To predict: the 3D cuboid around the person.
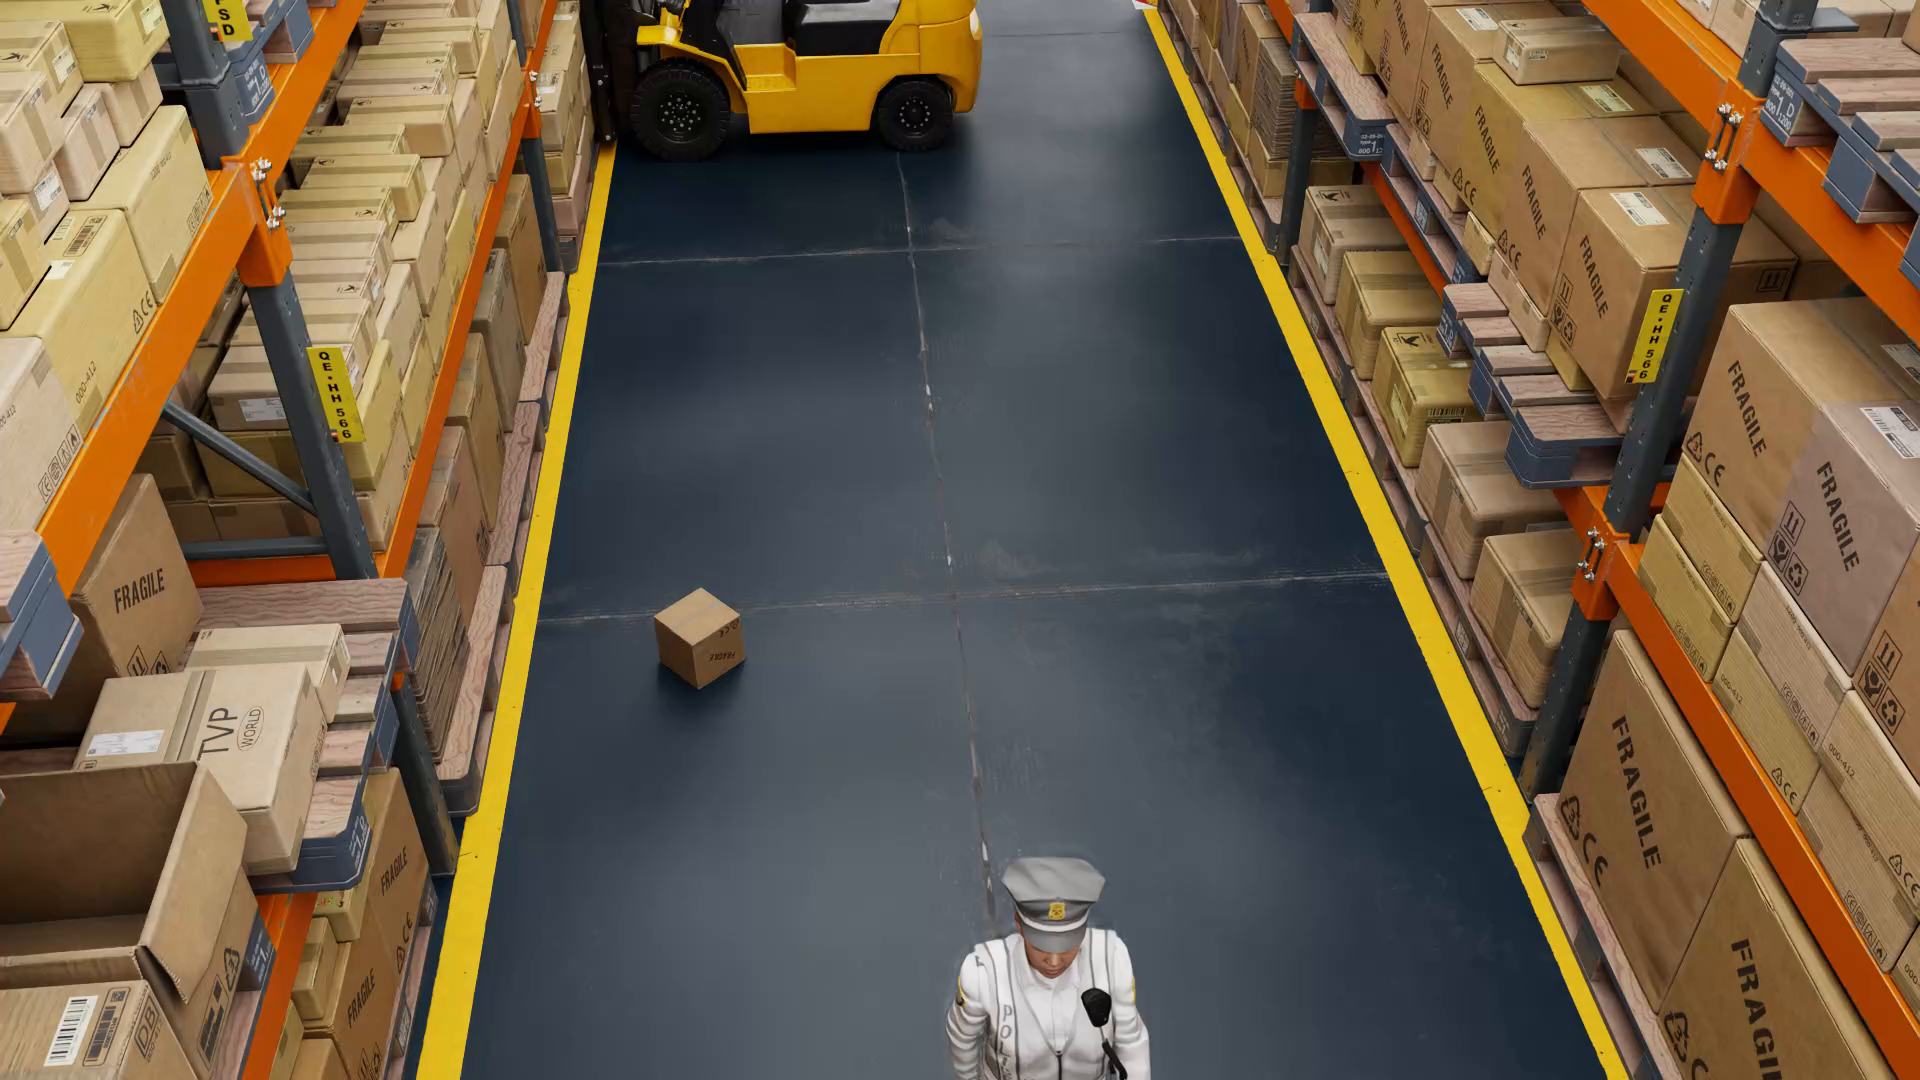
[{"bbox_3d":[0.252,1.473,4.312,0.494,1.631,0.989,-9,40,-11],"label":"person"}]
